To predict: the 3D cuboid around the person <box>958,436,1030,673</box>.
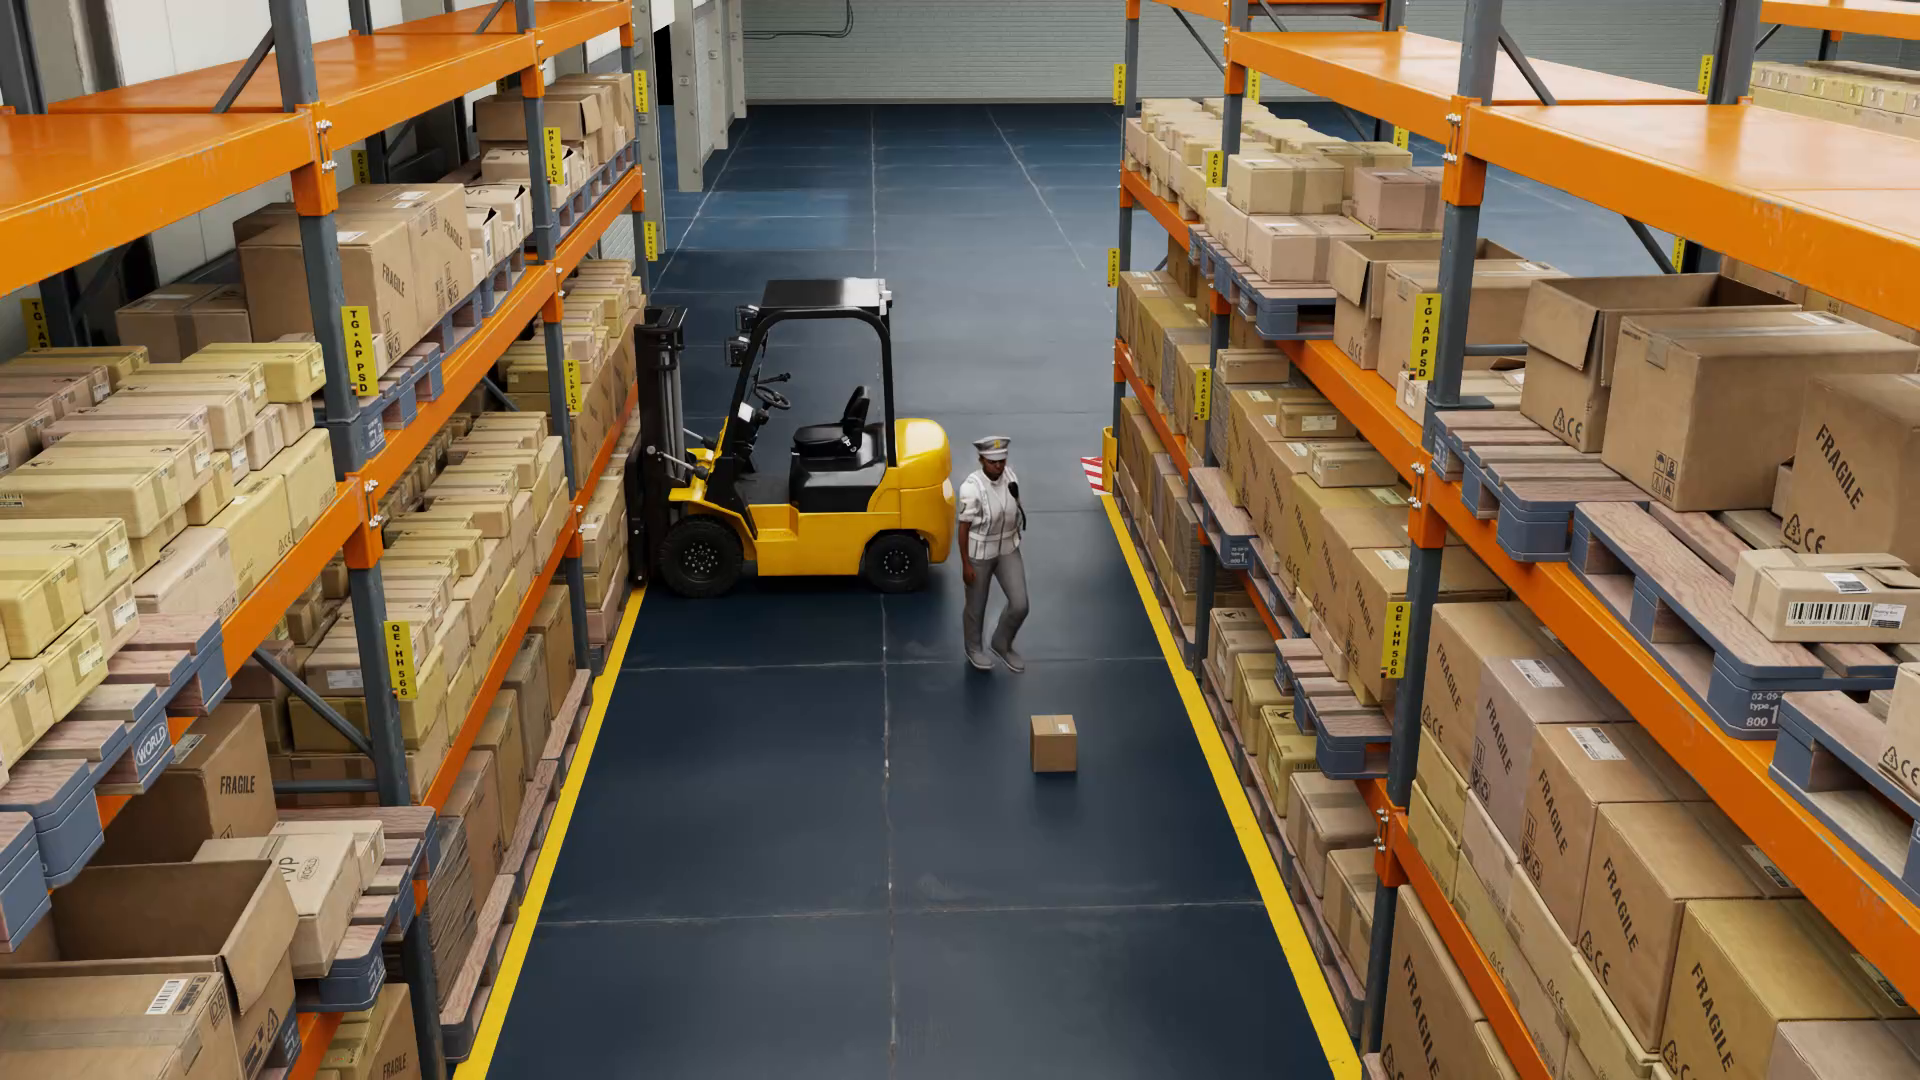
[{"bbox_3d":[0.182,0.091,10.792,0.477,1.672,0.510,-11,23,-26],"label":"person"}]
